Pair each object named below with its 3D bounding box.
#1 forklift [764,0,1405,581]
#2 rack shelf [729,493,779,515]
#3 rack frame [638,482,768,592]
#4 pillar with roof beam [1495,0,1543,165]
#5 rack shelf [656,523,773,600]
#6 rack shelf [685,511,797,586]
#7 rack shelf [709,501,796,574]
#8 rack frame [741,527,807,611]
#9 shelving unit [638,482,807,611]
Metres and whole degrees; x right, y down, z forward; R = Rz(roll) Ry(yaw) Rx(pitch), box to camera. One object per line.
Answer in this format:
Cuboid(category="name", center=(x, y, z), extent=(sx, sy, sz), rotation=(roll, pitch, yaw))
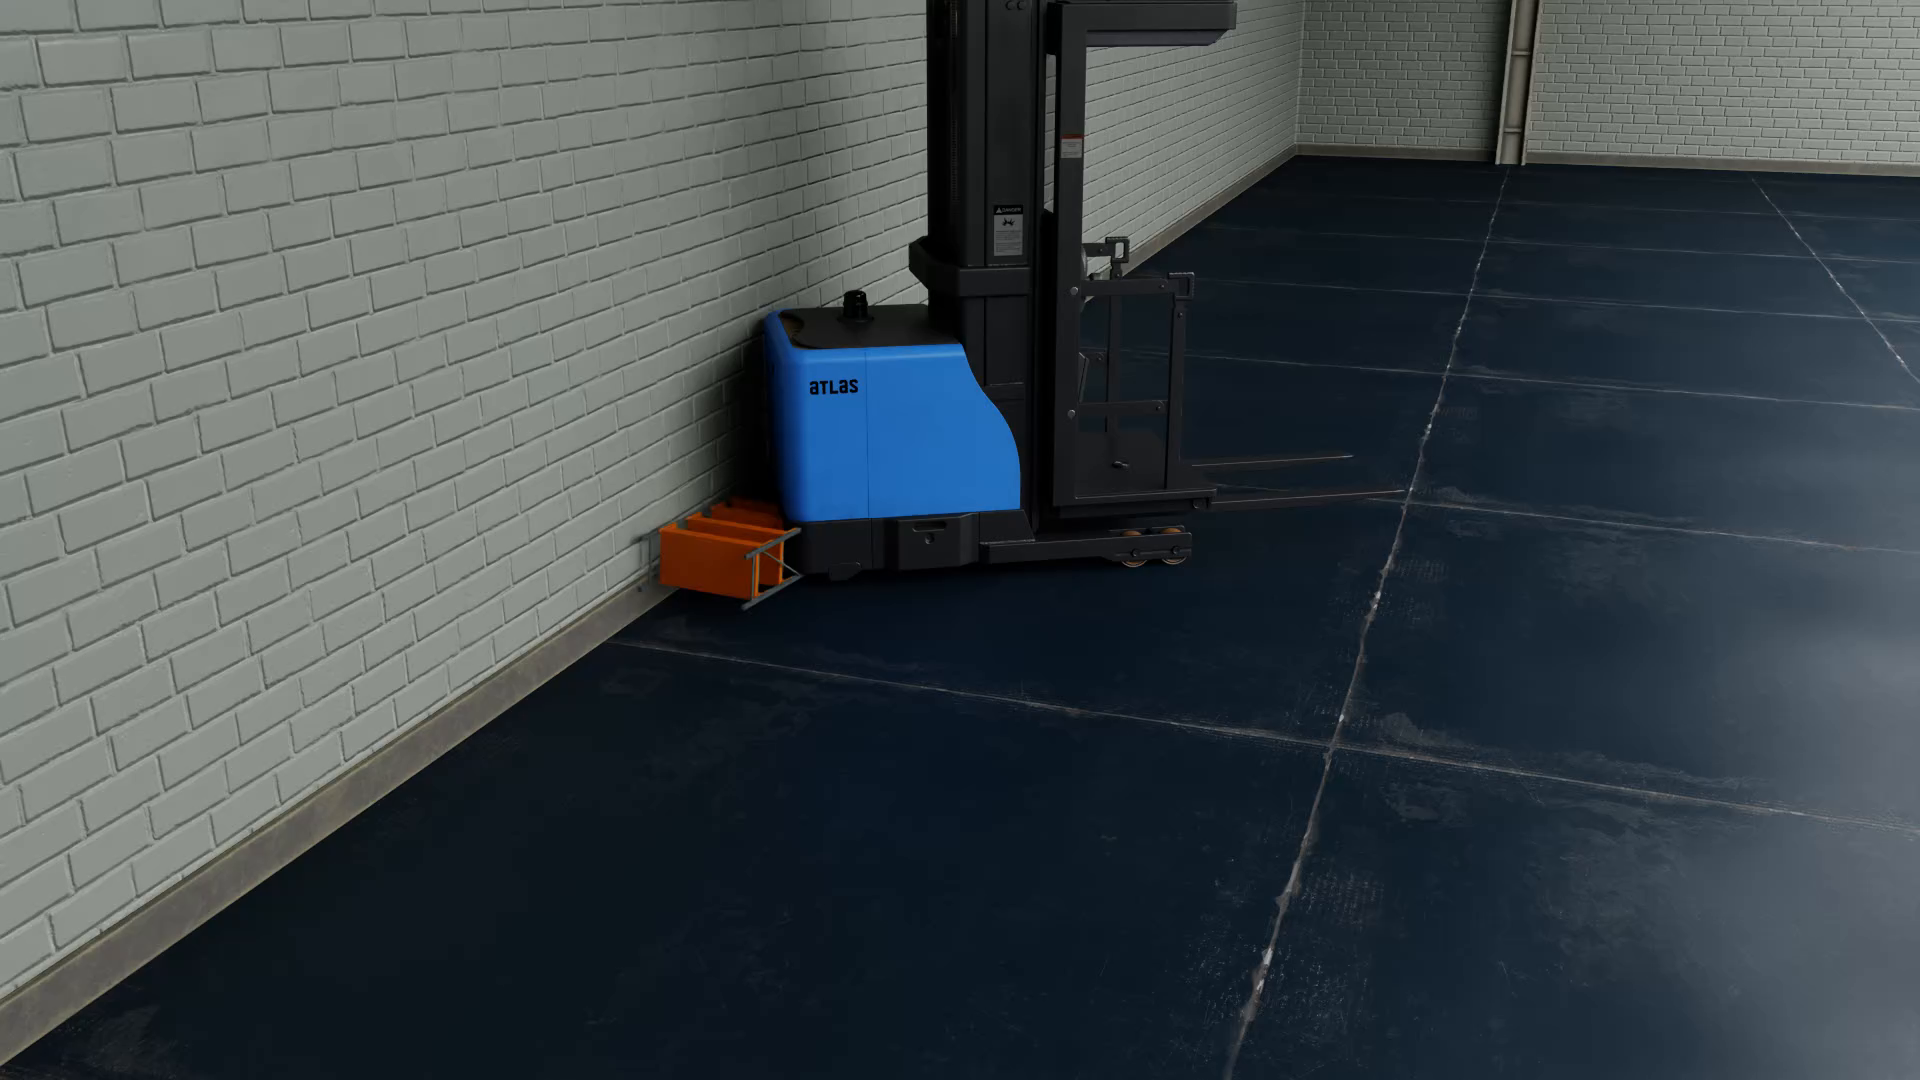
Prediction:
Cuboid(category="forklift", center=(0.617, -1.424, 7.709), extent=(3.031, 2.935, 1.130), rotation=(-4, 20, -11))
Cuboid(category="rack shelf", center=(-0.836, -0.052, 7.767), extent=(0.480, 0.258, 0.148), rotation=(9, 16, 18))
Cuboid(category="rack frame", center=(-1.155, -0.030, 7.598), extent=(0.015, 0.240, 1.200), rotation=(9, 16, 18))
Cuboid(category="pillar with roof beam", center=(6.220, -8.136, 17.746), extent=(0.400, 9.000, 9.100), rotation=(7, 20, 18))
Cuboid(category="rack shelf", center=(-1.057, 0.095, 7.164), extent=(0.480, 0.258, 0.148), rotation=(9, 16, 18))
Cuboid(category="rack shelf", center=(-0.978, 0.042, 7.380), extent=(0.480, 0.258, 0.148), rotation=(9, 16, 18))
Cuboid(category="rack shelf", center=(-0.903, -0.008, 7.585), extent=(0.480, 0.258, 0.148), rotation=(9, 16, 18))
Cuboid(category="rack frame", center=(-0.696, 0.044, 7.449), extent=(0.015, 0.240, 1.200), rotation=(9, 16, 18))
Cuboid(category="shelving unit", center=(-0.925, 0.007, 7.524), extent=(0.503, 0.258, 1.200), rotation=(9, 16, 18))
